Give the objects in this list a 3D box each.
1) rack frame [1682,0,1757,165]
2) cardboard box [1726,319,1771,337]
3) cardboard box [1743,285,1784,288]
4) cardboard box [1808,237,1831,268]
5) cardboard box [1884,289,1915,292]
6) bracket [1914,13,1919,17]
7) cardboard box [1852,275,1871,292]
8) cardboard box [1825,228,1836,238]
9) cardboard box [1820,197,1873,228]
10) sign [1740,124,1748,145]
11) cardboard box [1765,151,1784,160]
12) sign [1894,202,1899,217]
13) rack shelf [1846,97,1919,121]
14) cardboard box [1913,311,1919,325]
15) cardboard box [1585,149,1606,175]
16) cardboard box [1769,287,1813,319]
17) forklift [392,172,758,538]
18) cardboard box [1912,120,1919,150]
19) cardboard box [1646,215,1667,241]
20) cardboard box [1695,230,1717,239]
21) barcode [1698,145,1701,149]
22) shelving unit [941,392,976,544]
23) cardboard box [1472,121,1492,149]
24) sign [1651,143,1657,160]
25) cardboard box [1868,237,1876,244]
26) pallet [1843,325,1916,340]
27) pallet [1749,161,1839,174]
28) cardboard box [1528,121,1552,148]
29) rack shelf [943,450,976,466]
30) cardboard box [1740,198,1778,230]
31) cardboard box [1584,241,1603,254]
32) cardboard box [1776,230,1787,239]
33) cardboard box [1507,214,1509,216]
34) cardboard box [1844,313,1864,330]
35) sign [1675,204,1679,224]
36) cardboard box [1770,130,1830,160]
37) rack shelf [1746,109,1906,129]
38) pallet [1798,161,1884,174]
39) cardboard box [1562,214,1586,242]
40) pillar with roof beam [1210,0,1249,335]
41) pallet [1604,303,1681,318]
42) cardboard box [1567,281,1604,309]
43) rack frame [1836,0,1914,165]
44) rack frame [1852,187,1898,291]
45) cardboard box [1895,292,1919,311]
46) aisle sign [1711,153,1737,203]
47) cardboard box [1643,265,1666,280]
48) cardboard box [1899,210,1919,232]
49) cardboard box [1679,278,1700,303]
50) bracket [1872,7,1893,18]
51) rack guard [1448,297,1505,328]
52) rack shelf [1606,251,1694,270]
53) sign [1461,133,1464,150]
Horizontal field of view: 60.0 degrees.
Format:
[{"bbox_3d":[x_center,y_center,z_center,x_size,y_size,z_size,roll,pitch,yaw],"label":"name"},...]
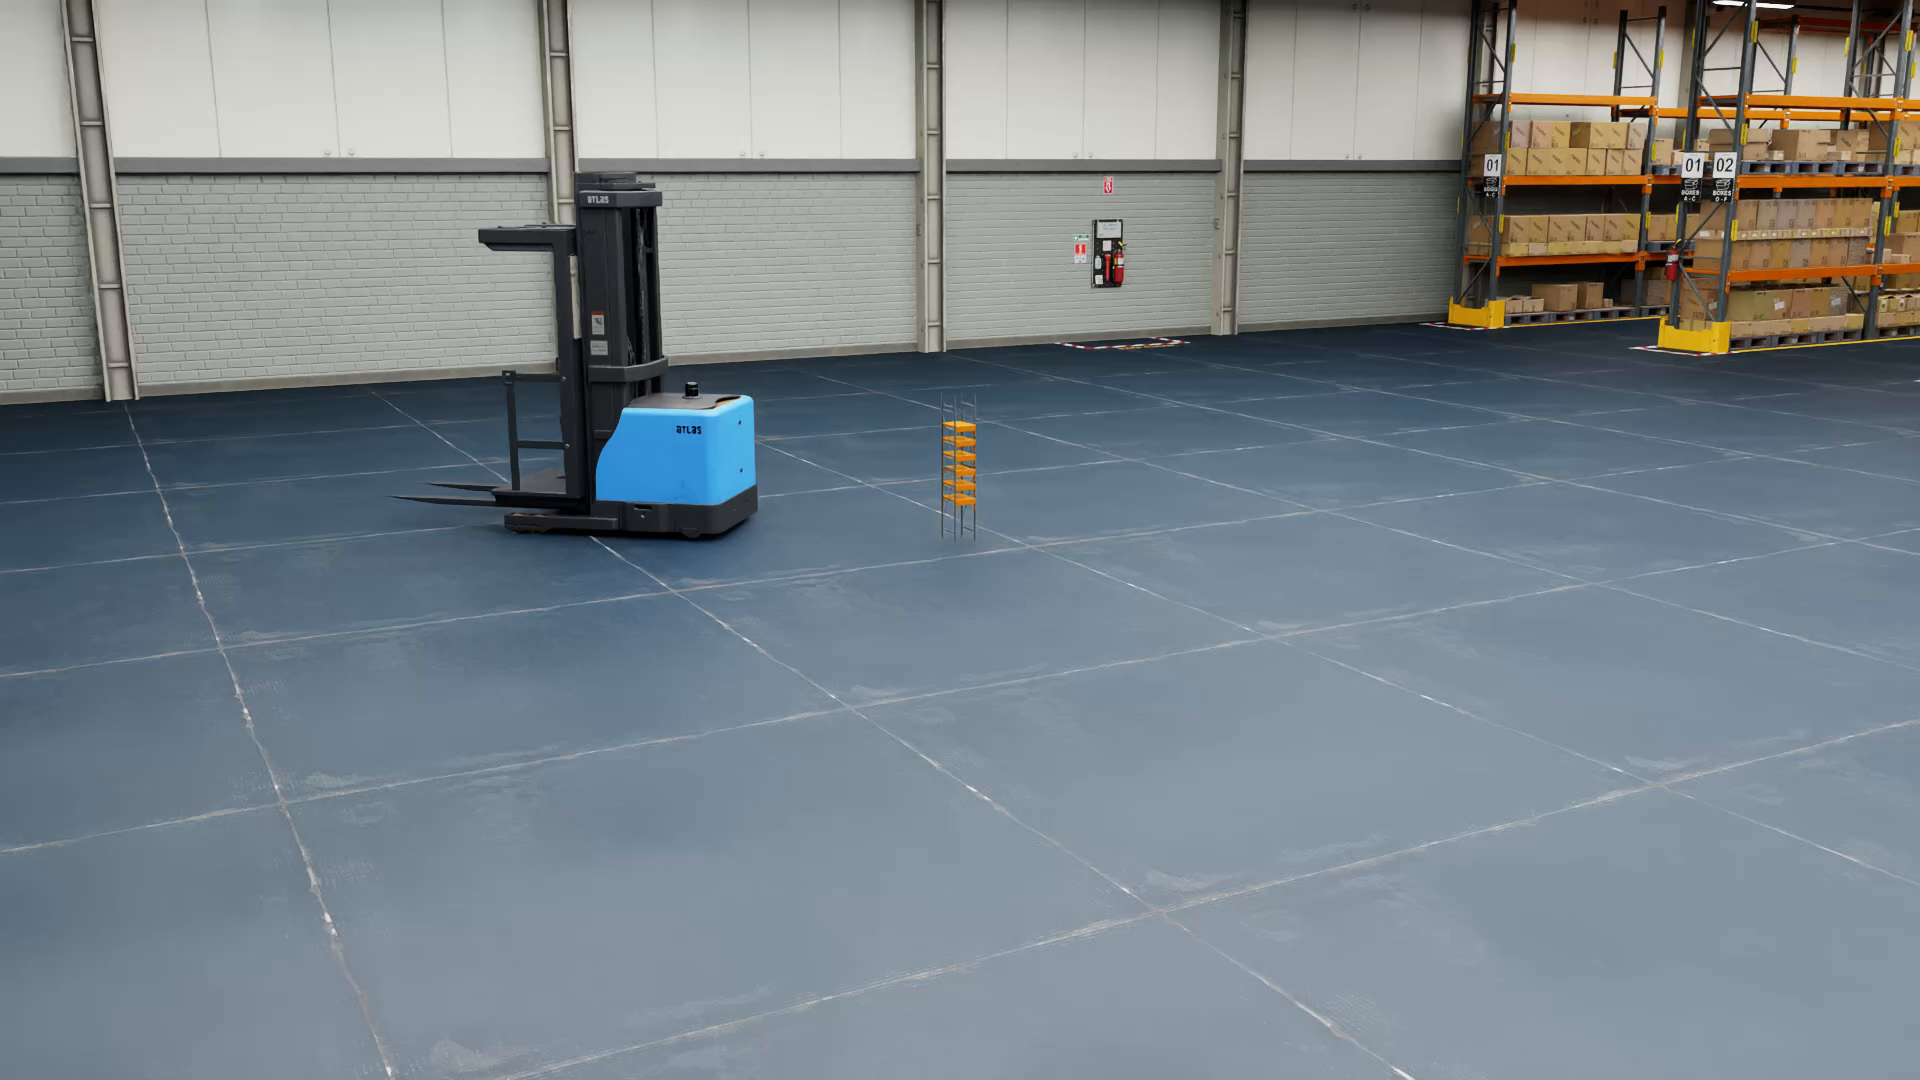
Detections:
[{"bbox_3d":[12.238,-7.573,26.764,0.127,3.000,1.000,-7,14,-28],"label":"rack frame"},{"bbox_3d":[13.253,-3.577,27.976,0.500,0.250,0.500,-7,14,-28],"label":"cardboard box"},{"bbox_3d":[13.877,-4.150,28.814,0.500,0.500,0.500,-7,14,-28],"label":"cardboard box"},{"bbox_3d":[14.461,-4.959,28.586,0.500,0.500,0.700,-7,14,-27],"label":"cardboard box"},{"bbox_3d":[17.303,-4.462,30.633,0.500,0.311,0.500,-7,14,-29],"label":"cardboard box"},{"bbox_3d":[23.390,-12.032,38.381,4.783,0.066,0.076,-7,14,-28],"label":"bracket"},{"bbox_3d":[19.886,-5.926,37.047,0.750,0.750,0.750,-7,14,-27],"label":"cardboard box"},{"bbox_3d":[14.719,-5.256,28.426,0.250,0.149,0.380,-7,14,-28],"label":"cardboard box"},{"bbox_3d":[15.363,-5.701,28.926,0.500,0.500,0.700,-7,14,-28],"label":"cardboard box"},{"bbox_3d":[12.499,-6.467,26.511,0.005,0.325,0.100,-7,14,-28],"label":"sign"},{"bbox_3d":[13.356,-6.350,27.459,0.250,0.149,0.380,-7,14,-28],"label":"cardboard box"},{"bbox_3d":[20.663,-7.286,36.694,0.005,0.325,0.100,-7,14,-28],"label":"sign"},{"bbox_3d":[17.505,-7.658,29.692,4.000,0.370,1.077,-7,14,-28],"label":"rack shelf"},{"bbox_3d":[17.125,-4.034,30.007,0.500,0.250,0.500,-7,15,-30],"label":"cardboard box"},{"bbox_3d":[12.129,-7.326,32.226,0.500,0.500,0.500,-7,15,-30],"label":"cardboard box"},{"bbox_3d":[14.134,-4.046,28.355,0.500,0.500,0.500,-7,14,-28],"label":"cardboard box"},{"bbox_3d":[-3.322,-1.586,13.981,3.031,2.935,1.130,3,13,12],"label":"forklift"},{"bbox_3d":[16.798,-7.150,29.392,0.500,0.500,0.500,-5,14,-22],"label":"cardboard box"},{"bbox_3d":[13.836,-6.332,33.682,0.500,0.500,0.700,-7,14,-28],"label":"cardboard box"},{"bbox_3d":[12.482,-5.088,27.682,0.250,0.149,0.380,-7,15,-29],"label":"cardboard box"},{"bbox_3d":[12.272,-6.518,27.584,0.075,0.075,0.001,-7,14,-28],"label":"barcode"},{"bbox_3d":[-0.013,-0.584,13.471,0.189,1.200,0.258,-7,14,-28],"label":"shelving unit"},{"bbox_3d":[10.115,-7.706,31.636,0.500,0.500,0.500,-6,14,-25],"label":"cardboard box"},{"bbox_3d":[13.639,-7.633,32.686,0.005,0.325,0.100,-7,14,-28],"label":"sign"},{"bbox_3d":[20.023,-6.629,36.759,0.250,0.149,0.380,-7,14,-27],"label":"cardboard box"},{"bbox_3d":[16.377,-3.792,29.977,1.213,0.211,1.003,-7,14,-28],"label":"pallet"},{"bbox_3d":[13.944,-6.265,27.986,1.213,0.211,1.003,-7,14,-28],"label":"pallet"},{"bbox_3d":[10.781,-7.647,31.374,0.500,0.500,0.500,-7,14,-29],"label":"cardboard box"},{"bbox_3d":[-0.013,-0.658,13.454,0.180,0.103,0.258,-7,14,-28],"label":"rack shelf"},{"bbox_3d":[13.160,-5.437,27.752,0.500,0.500,0.700,-7,15,-29],"label":"cardboard box"},{"bbox_3d":[12.227,-5.743,32.592,0.500,0.250,0.500,-7,14,-28],"label":"cardboard box"},{"bbox_3d":[13.591,-5.120,27.824,0.250,0.149,0.380,-7,15,-30],"label":"cardboard box"},{"bbox_3d":[10.620,-6.045,32.224,0.500,0.500,0.500,-7,14,-27],"label":"cardboard box"},{"bbox_3d":[15.447,-3.840,29.145,0.500,0.250,0.500,-7,14,-28],"label":"cardboard box"},{"bbox_3d":[11.991,-5.433,27.741,0.005,0.325,0.100,-7,14,-28],"label":"sign"},{"bbox_3d":[14.243,-6.705,28.229,0.637,0.503,0.797,-5,14,-22],"label":"cardboard box"},{"bbox_3d":[18.639,-9.033,35.802,4.000,0.370,1.077,-7,14,-28],"label":"rack shelf"},{"bbox_3d":[15.013,-6.393,28.552,1.213,0.211,1.003,-7,14,-28],"label":"pallet"},{"bbox_3d":[11.767,-6.055,32.271,0.500,0.500,0.500,-6,14,-26],"label":"cardboard box"},{"bbox_3d":[6.858,-7.307,25.581,0.400,9.000,9.100,-7,14,-28],"label":"pillar with roof beam"},{"bbox_3d":[14.055,-4.743,34.204,1.213,0.211,1.003,-7,14,-28],"label":"pallet"},{"bbox_3d":[12.481,-4.900,33.240,0.500,0.500,0.500,-8,15,-32],"label":"cardboard box"},{"bbox_3d":[15.749,-7.994,28.634,0.127,3.000,1.000,-7,14,-28],"label":"rack frame"},{"bbox_3d":[20.394,-6.863,37.273,0.127,3.000,1.000,-7,14,-28],"label":"rack frame"},{"bbox_3d":[17.127,-4.306,29.939,0.500,0.311,0.500,-7,15,-30],"label":"cardboard box"},{"bbox_3d":[12.327,-5.849,26.844,0.004,0.787,0.394,-7,14,-28],"label":"aisle sign"},{"bbox_3d":[14.395,-5.510,34.244,0.500,0.250,0.500,-7,15,-29],"label":"cardboard box"},{"bbox_3d":[21.522,-7.139,37.816,0.700,0.700,0.980,-7,15,-29],"label":"cardboard box"},{"bbox_3d":[14.907,-5.207,34.606,0.500,0.500,0.700,-7,14,-27],"label":"cardboard box"},{"bbox_3d":[20.400,-11.674,36.789,0.430,0.232,0.235,-7,14,-28],"label":"bracket"},{"bbox_3d":[9.928,-4.389,31.973,0.348,0.500,1.175,-7,14,-28],"label":"rack guard"},{"bbox_3d":[15.128,-5.881,34.547,4.000,0.370,1.077,-7,14,-28],"label":"rack shelf"},{"bbox_3d":[9.613,-7.605,31.721,0.005,0.325,0.100,-7,14,-28],"label":"sign"}]
